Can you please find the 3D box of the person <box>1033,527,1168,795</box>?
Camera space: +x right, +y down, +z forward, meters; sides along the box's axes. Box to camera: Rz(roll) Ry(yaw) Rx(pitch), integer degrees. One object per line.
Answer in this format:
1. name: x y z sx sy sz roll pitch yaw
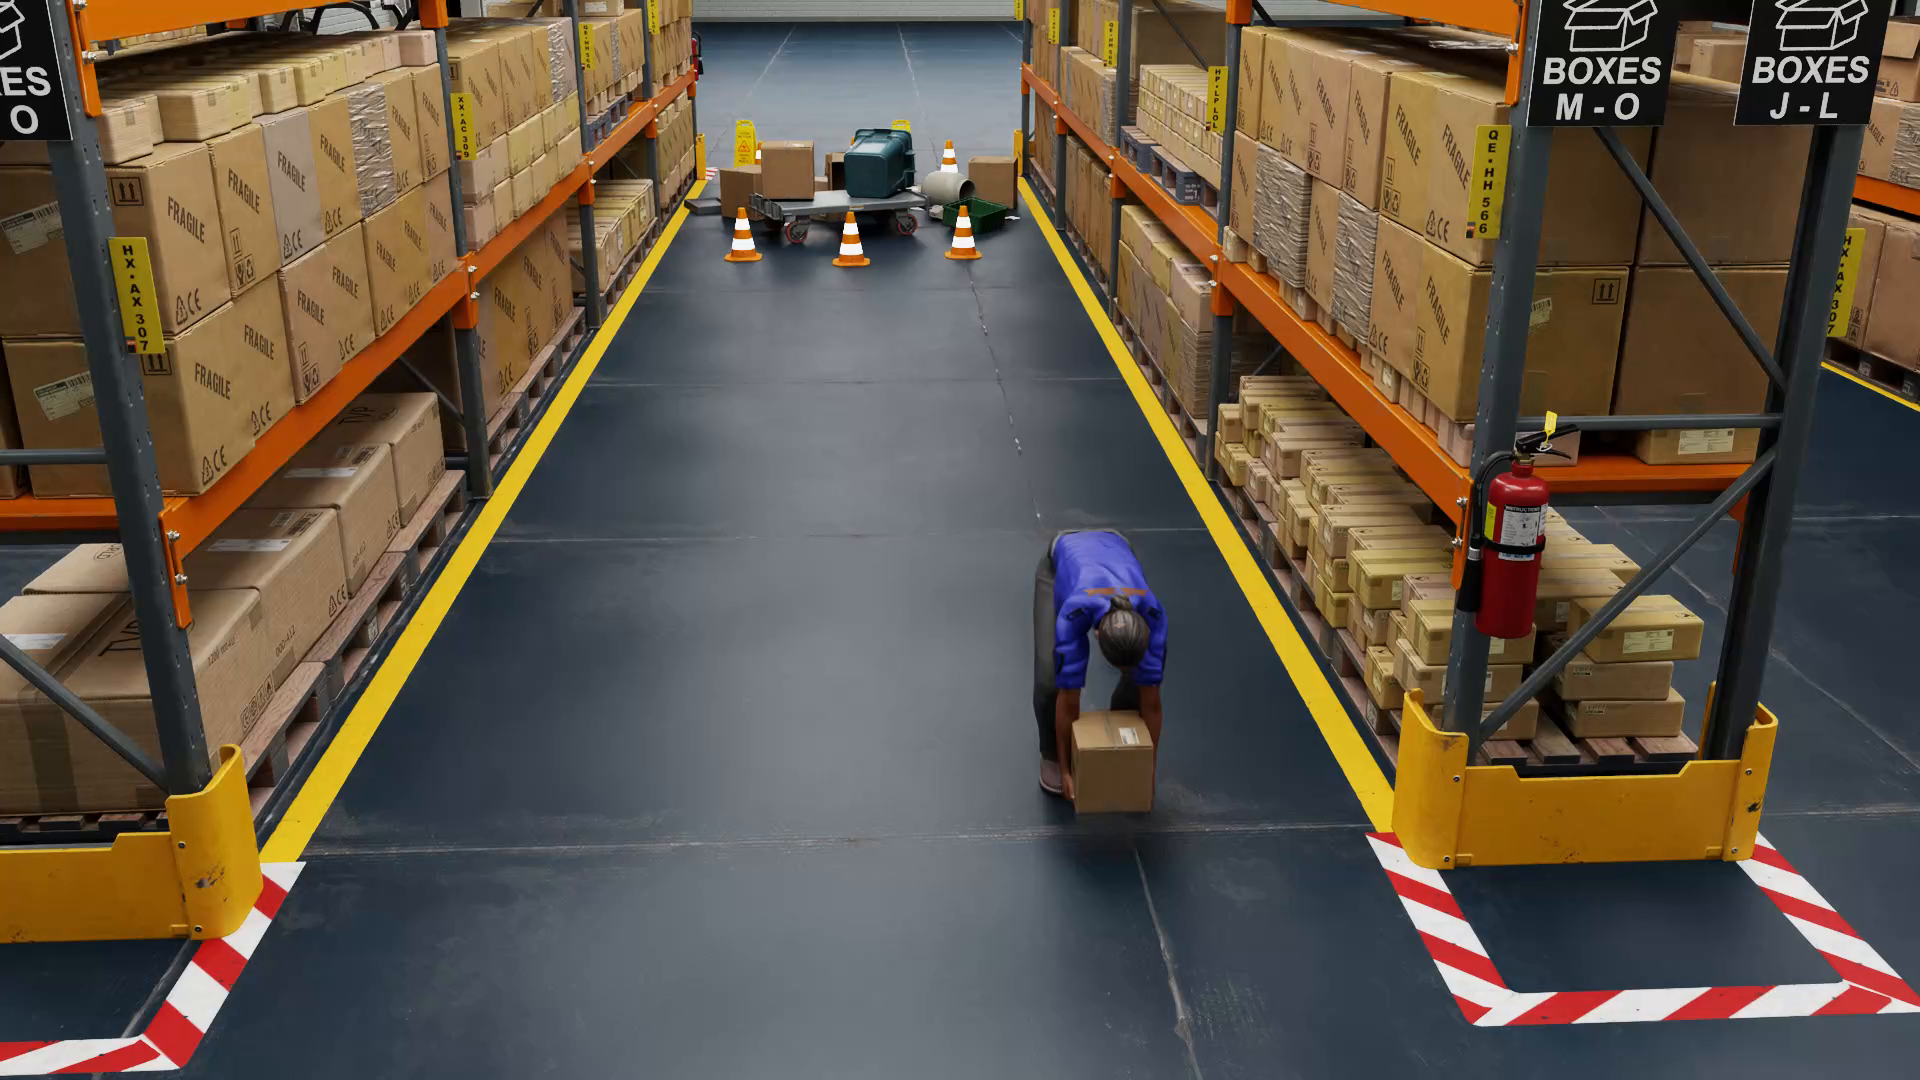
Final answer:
1. person: 0.491 0.488 5.765 0.441 0.971 0.878 -2 21 -5
